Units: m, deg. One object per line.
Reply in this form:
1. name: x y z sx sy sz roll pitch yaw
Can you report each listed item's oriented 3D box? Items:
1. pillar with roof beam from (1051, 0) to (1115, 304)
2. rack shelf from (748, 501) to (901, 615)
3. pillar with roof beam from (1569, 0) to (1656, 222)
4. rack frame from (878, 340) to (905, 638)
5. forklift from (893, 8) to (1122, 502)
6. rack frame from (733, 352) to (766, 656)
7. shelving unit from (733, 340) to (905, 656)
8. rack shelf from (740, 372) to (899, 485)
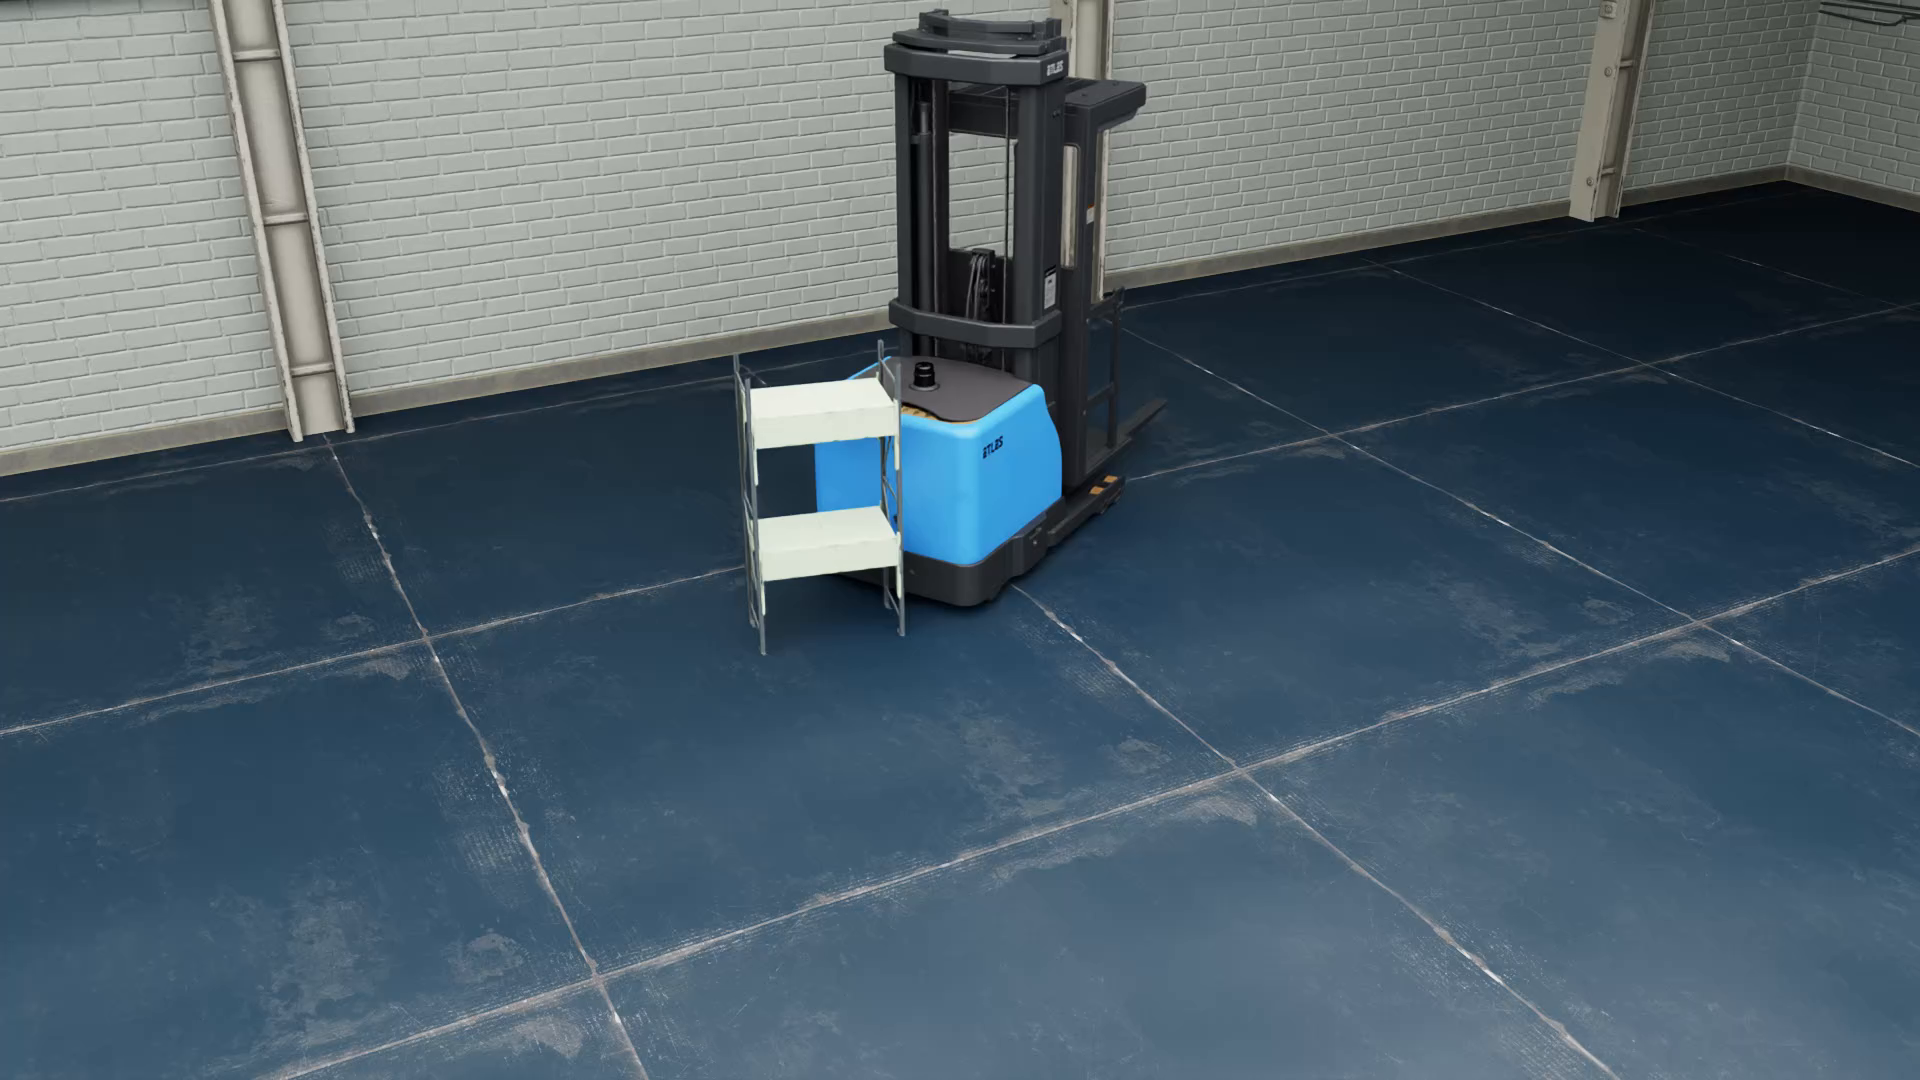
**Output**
1. pillar with roof beam: 2.973 -4.388 8.493 0.400 9.000 9.100 -13 29 -25
2. rack shelf: -0.705 0.086 8.592 0.720 0.370 0.431 -7 26 -14
3. pillar with roof beam: 8.267 -5.610 11.038 0.400 9.000 9.100 -13 29 -25
4. rack frame: -0.352 -0.250 8.538 0.023 1.500 0.400 -7 26 -14
5. forklift: 0.364 -1.567 9.628 1.121 2.935 3.031 14 29 26
6. rack frame: -1.058 -0.166 8.363 0.023 1.500 0.400 -7 26 -14
7. shelving unit: -0.705 -0.208 8.450 0.755 1.500 0.431 -7 26 -14
8. rack shelf: -0.705 -0.560 8.282 0.720 0.370 0.431 -7 26 -14
